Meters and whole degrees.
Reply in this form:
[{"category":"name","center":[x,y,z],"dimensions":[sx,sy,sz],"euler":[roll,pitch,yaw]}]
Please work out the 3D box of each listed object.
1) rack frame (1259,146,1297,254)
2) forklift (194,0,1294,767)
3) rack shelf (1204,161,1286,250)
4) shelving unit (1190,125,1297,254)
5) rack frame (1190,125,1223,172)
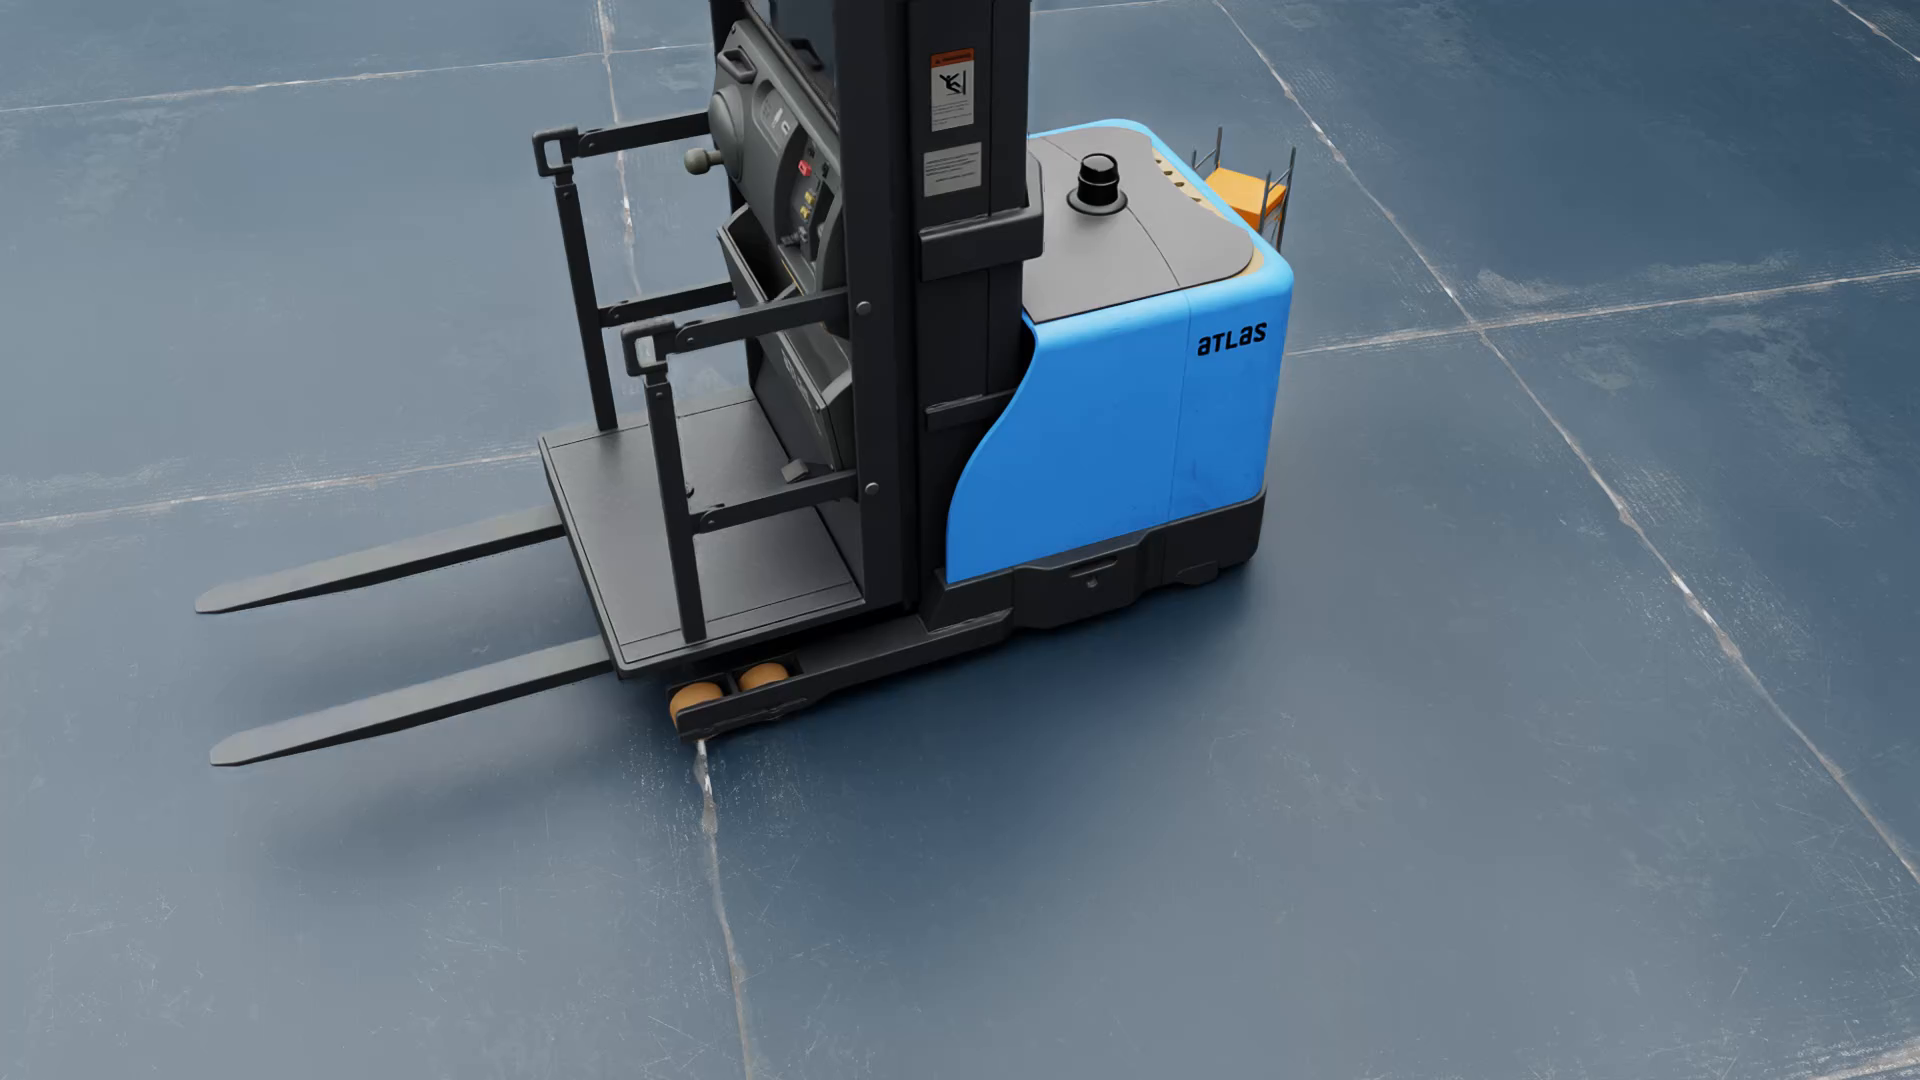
[{"category":"rack frame","center":[0.951,-0.733,5.282],"dimensions":[0.008,1.050,0.200],"euler":[23,45,24]},{"category":"forklift","center":[-0.648,-0.939,4.100],"dimensions":[3.031,2.935,1.130],"euler":[-15,44,-17]},{"category":"rack shelf","center":[0.851,-0.984,5.153],"dimensions":[0.240,0.259,0.215],"euler":[23,45,24]},{"category":"shelving unit","center":[0.848,-0.777,5.331],"dimensions":[0.252,1.050,0.215],"euler":[23,45,24]},{"category":"rack frame","center":[0.745,-0.820,5.380],"dimensions":[0.008,1.050,0.200],"euler":[23,45,24]}]
